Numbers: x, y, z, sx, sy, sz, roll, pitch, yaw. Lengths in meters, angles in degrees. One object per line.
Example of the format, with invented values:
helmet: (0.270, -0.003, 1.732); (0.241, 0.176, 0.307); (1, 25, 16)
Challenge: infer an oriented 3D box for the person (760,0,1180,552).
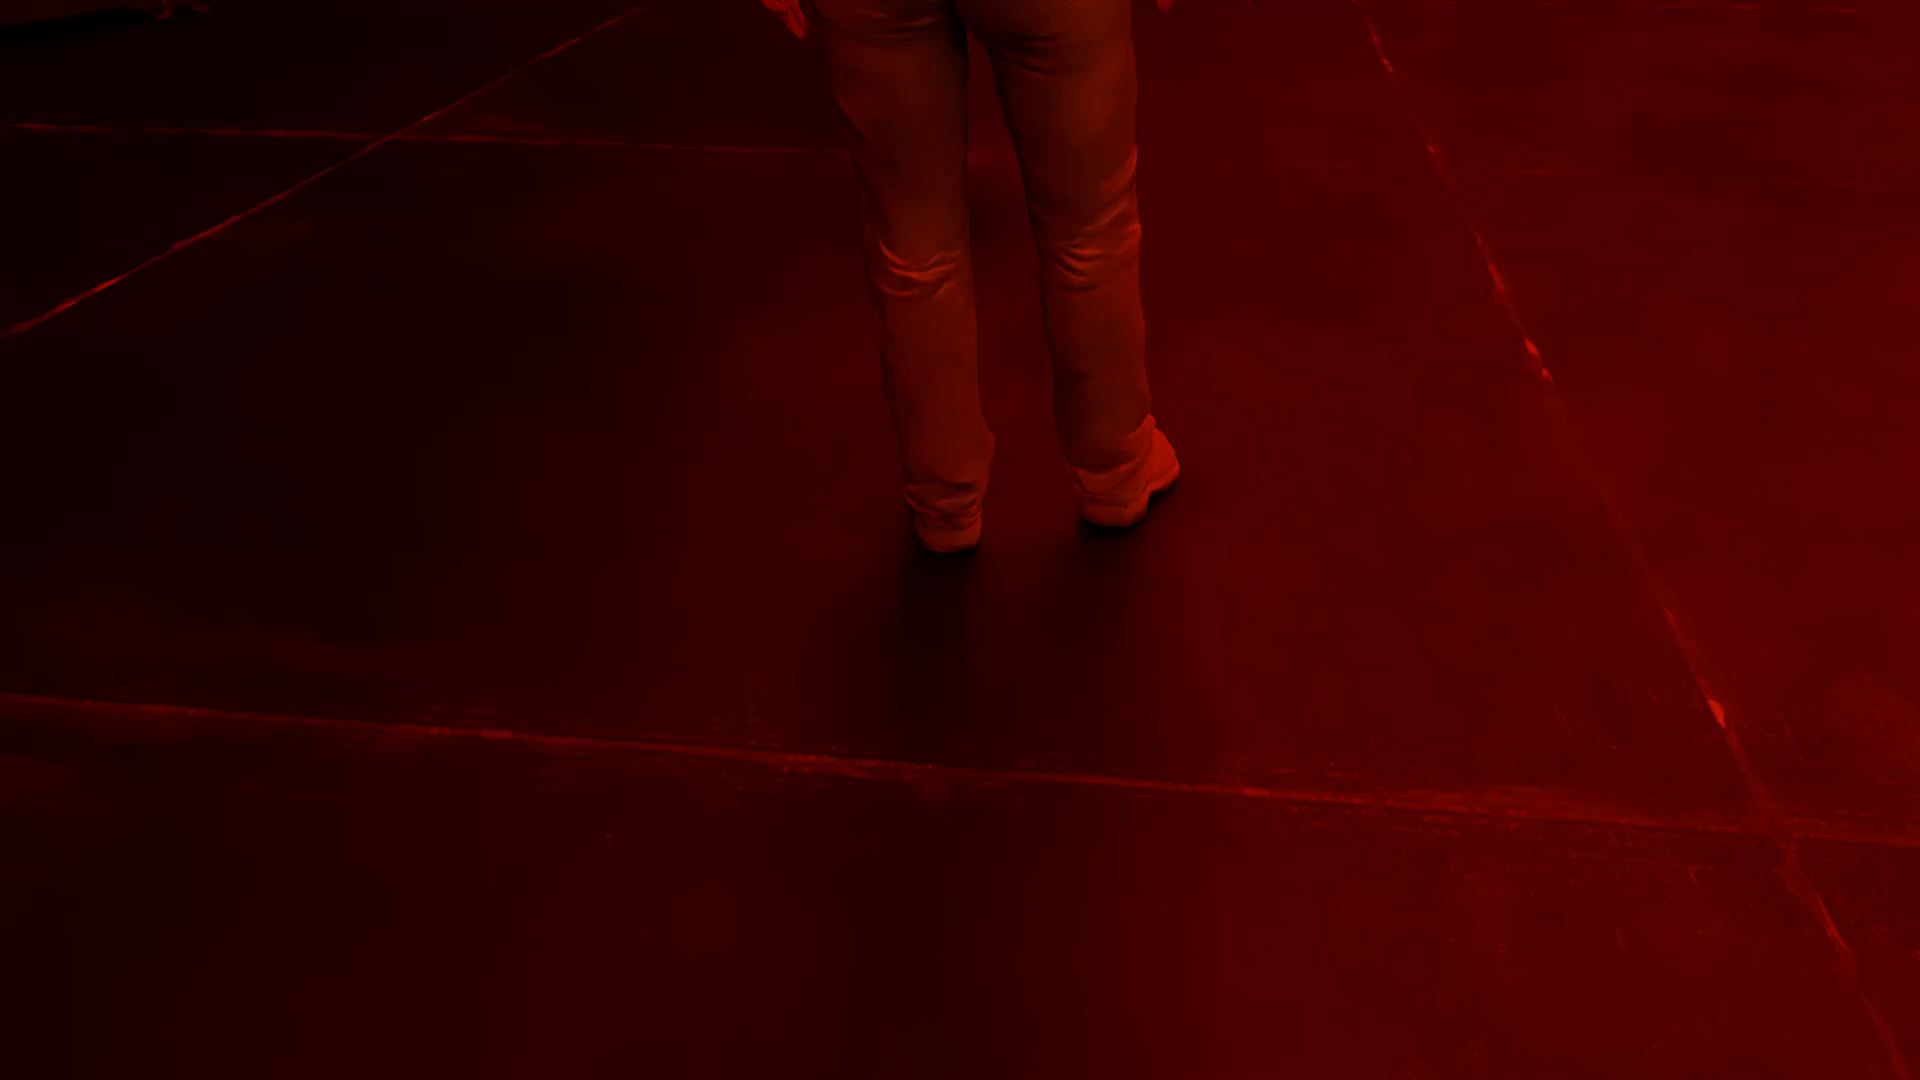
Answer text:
person: (0.016, -0.825, 2.156); (0.632, 1.768, 0.567); (3, 27, 7)
